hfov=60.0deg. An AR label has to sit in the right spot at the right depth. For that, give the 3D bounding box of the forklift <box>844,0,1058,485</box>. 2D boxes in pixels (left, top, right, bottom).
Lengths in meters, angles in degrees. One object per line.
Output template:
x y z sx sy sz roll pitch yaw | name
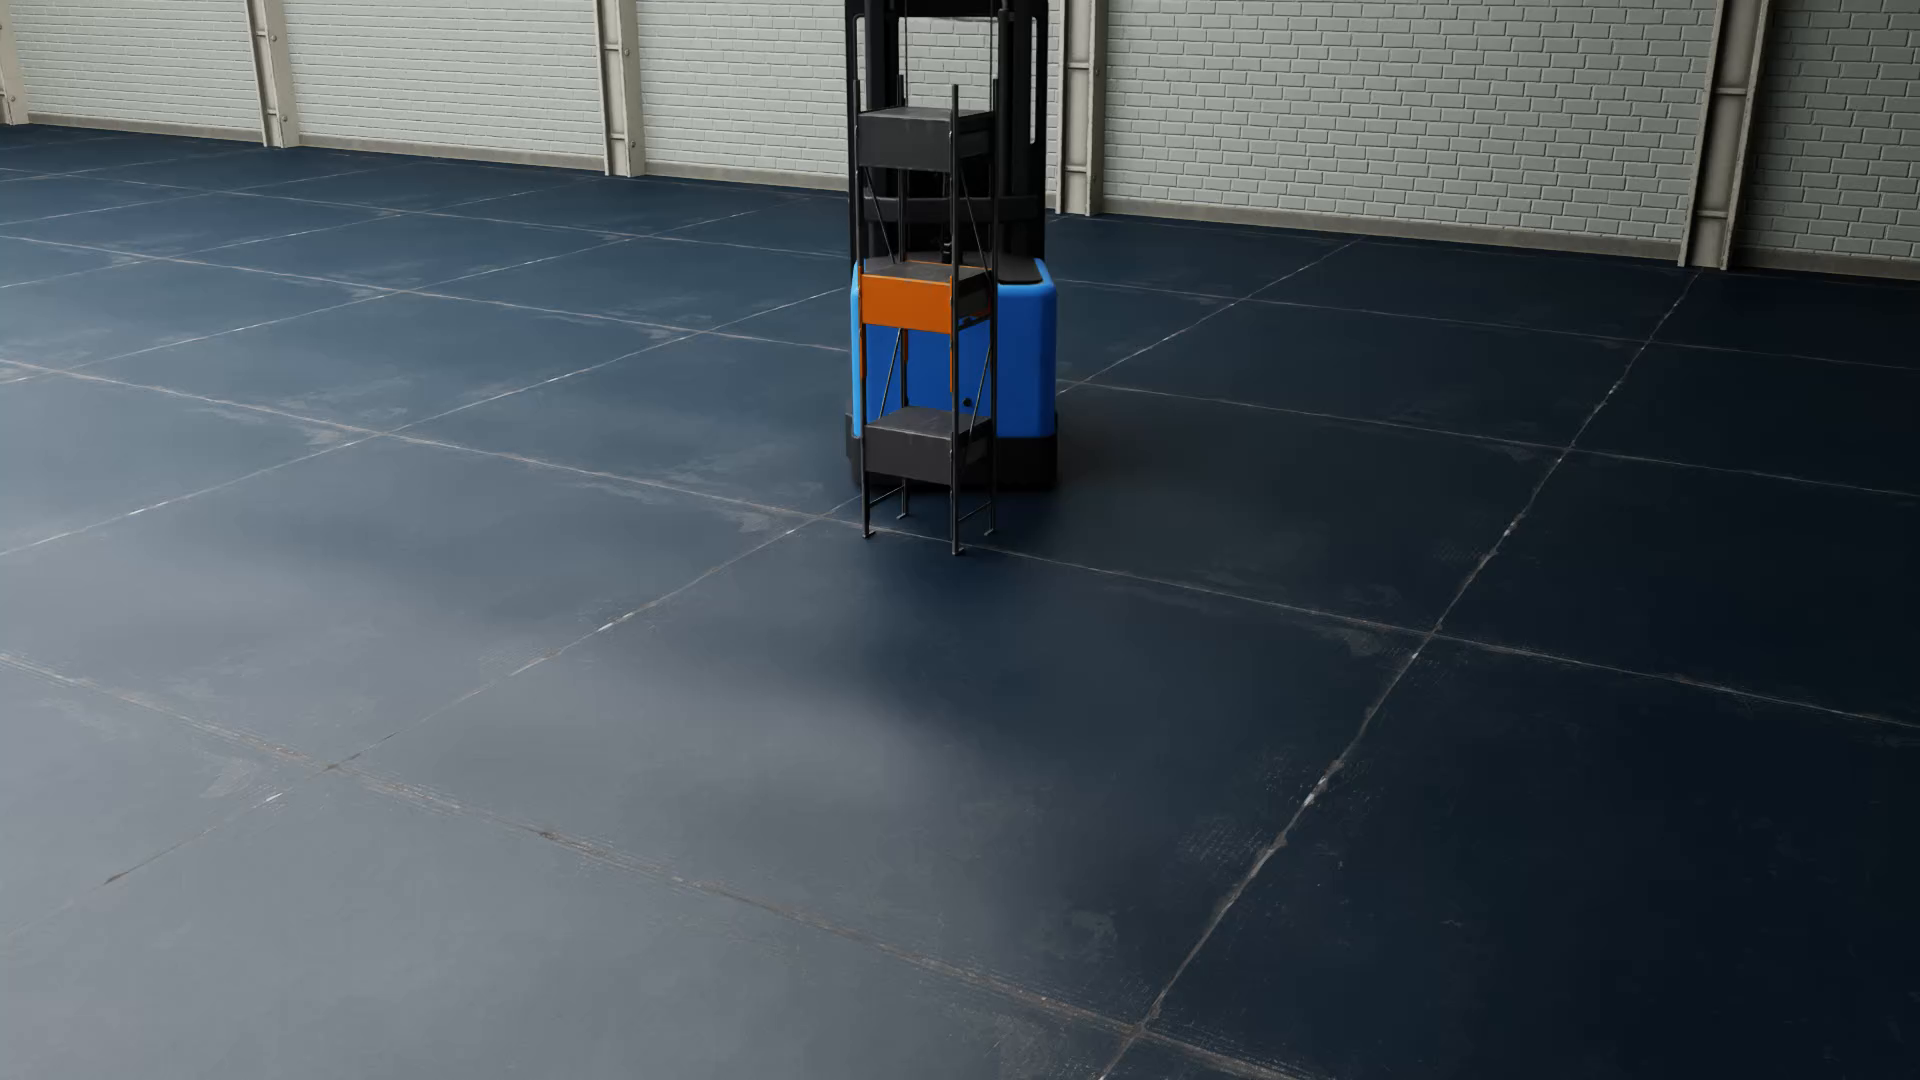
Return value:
-0.081 -2.110 9.382 1.130 2.935 3.031 -1 20 -2 | forklift

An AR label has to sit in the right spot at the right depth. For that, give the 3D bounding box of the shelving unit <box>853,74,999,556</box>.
-0.145 -1.015 7.583 0.503 2.100 0.431 11 23 27 | shelving unit

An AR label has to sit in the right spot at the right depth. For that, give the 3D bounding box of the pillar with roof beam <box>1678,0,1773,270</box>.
4.370 -5.338 9.383 0.400 9.000 9.100 11 23 27 | pillar with roof beam

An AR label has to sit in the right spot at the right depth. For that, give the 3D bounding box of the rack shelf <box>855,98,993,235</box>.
-0.145 -1.660 7.349 0.480 0.518 0.431 11 23 27 | rack shelf

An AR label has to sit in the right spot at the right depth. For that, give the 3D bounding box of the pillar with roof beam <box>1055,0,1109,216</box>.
-0.868 -6.335 12.134 0.400 9.000 9.100 11 23 27 | pillar with roof beam

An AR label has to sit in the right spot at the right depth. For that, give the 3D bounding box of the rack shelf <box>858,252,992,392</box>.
-0.145 -1.002 7.588 0.480 0.518 0.431 11 23 27 | rack shelf

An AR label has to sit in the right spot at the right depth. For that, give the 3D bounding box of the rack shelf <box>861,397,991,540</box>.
-0.145 -0.344 7.826 0.480 0.518 0.431 11 23 27 | rack shelf

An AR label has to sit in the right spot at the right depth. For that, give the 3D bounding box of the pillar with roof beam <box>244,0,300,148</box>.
-11.345 -8.331 17.636 0.400 9.000 9.100 11 23 27 | pillar with roof beam

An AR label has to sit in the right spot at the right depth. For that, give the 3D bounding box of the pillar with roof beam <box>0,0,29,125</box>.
-16.583 -9.329 20.386 0.400 9.000 9.100 11 23 27 | pillar with roof beam

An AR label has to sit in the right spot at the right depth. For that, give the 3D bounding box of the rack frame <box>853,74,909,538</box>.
-0.358 -1.055 7.695 0.015 2.100 0.400 11 23 27 | rack frame

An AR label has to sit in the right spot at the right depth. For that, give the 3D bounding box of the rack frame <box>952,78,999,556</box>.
0.069 -0.974 7.471 0.015 2.100 0.400 11 23 27 | rack frame

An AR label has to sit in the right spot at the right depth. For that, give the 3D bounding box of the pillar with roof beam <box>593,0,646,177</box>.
-6.106 -7.333 14.885 0.400 9.000 9.100 11 23 27 | pillar with roof beam
